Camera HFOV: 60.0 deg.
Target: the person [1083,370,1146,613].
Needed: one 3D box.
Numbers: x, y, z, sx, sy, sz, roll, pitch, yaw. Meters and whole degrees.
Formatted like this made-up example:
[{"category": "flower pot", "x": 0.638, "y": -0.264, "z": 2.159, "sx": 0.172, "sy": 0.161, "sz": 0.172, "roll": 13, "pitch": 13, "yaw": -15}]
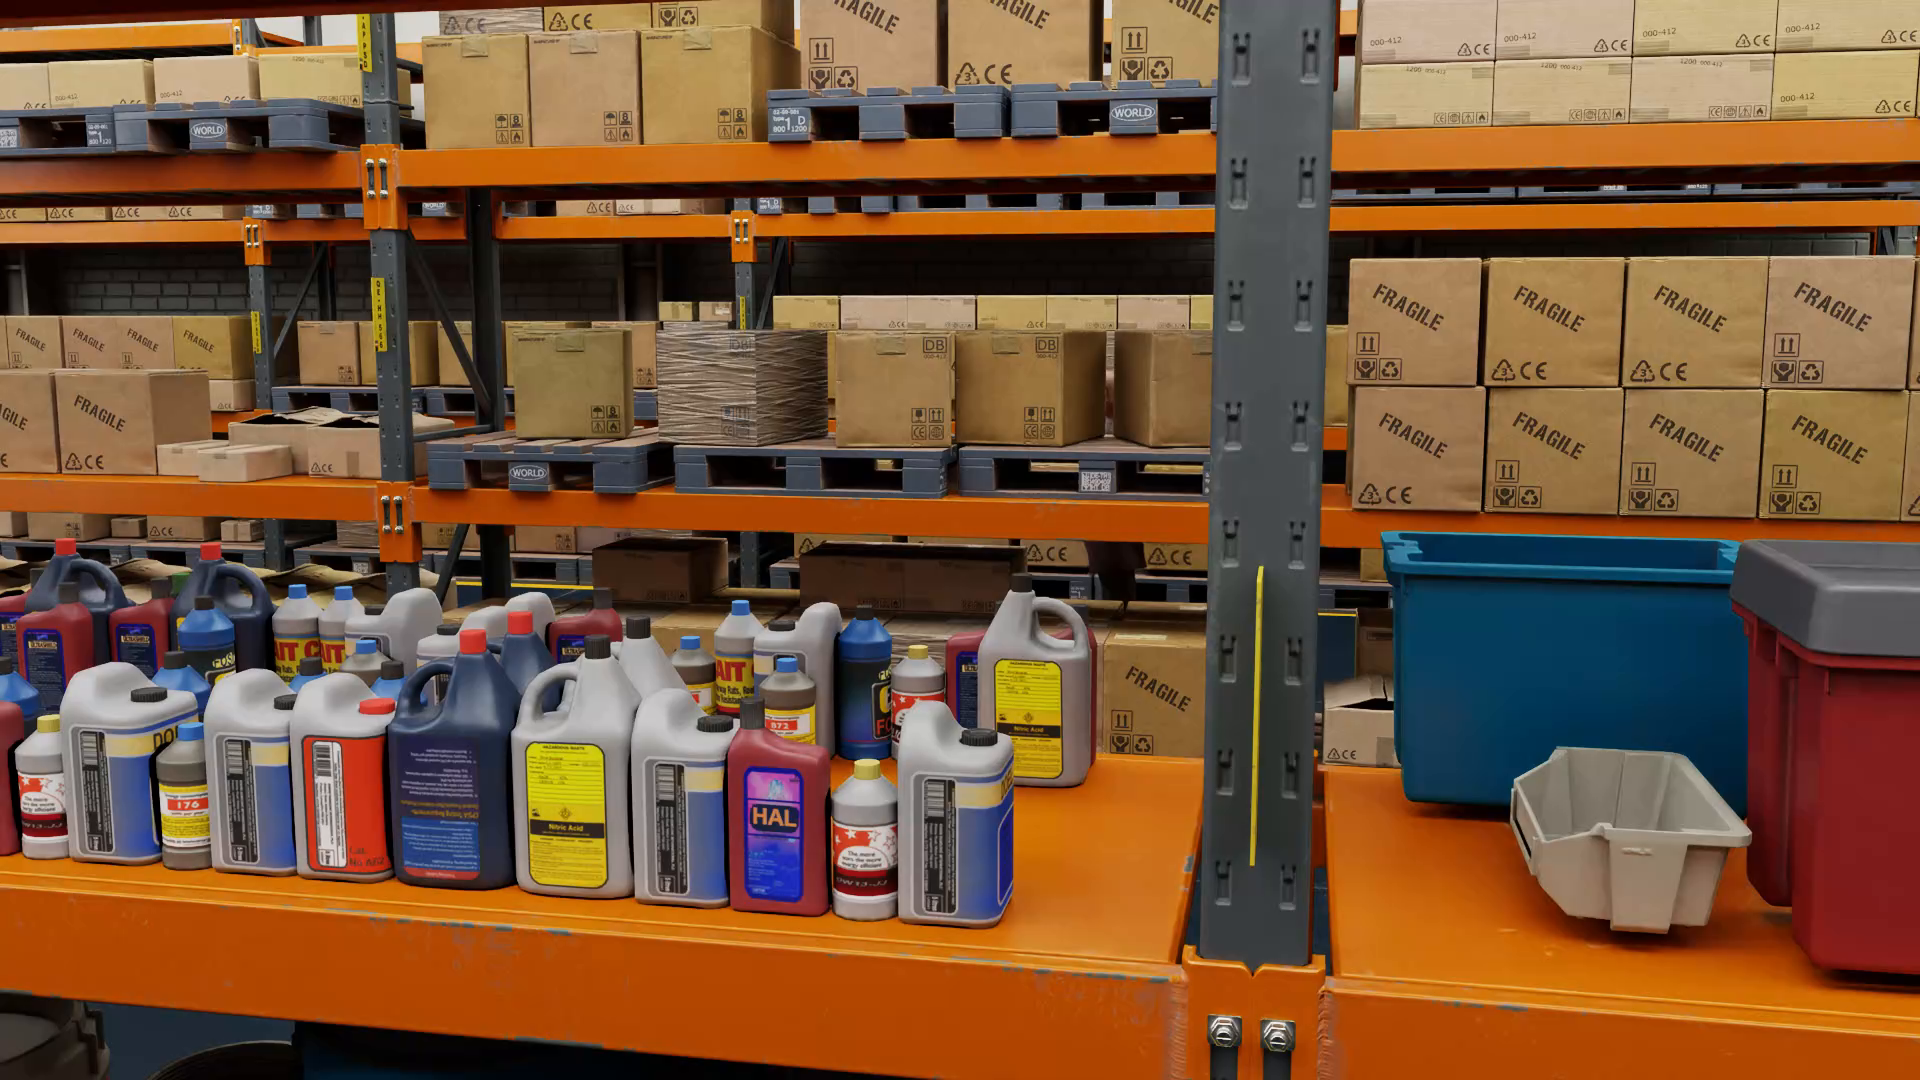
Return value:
[{"category": "person", "x": 0.946, "y": -0.060, "z": 9.300, "sx": 0.554, "sy": 1.773, "sz": 0.528, "roll": 2, "pitch": 8, "yaw": 11}]
